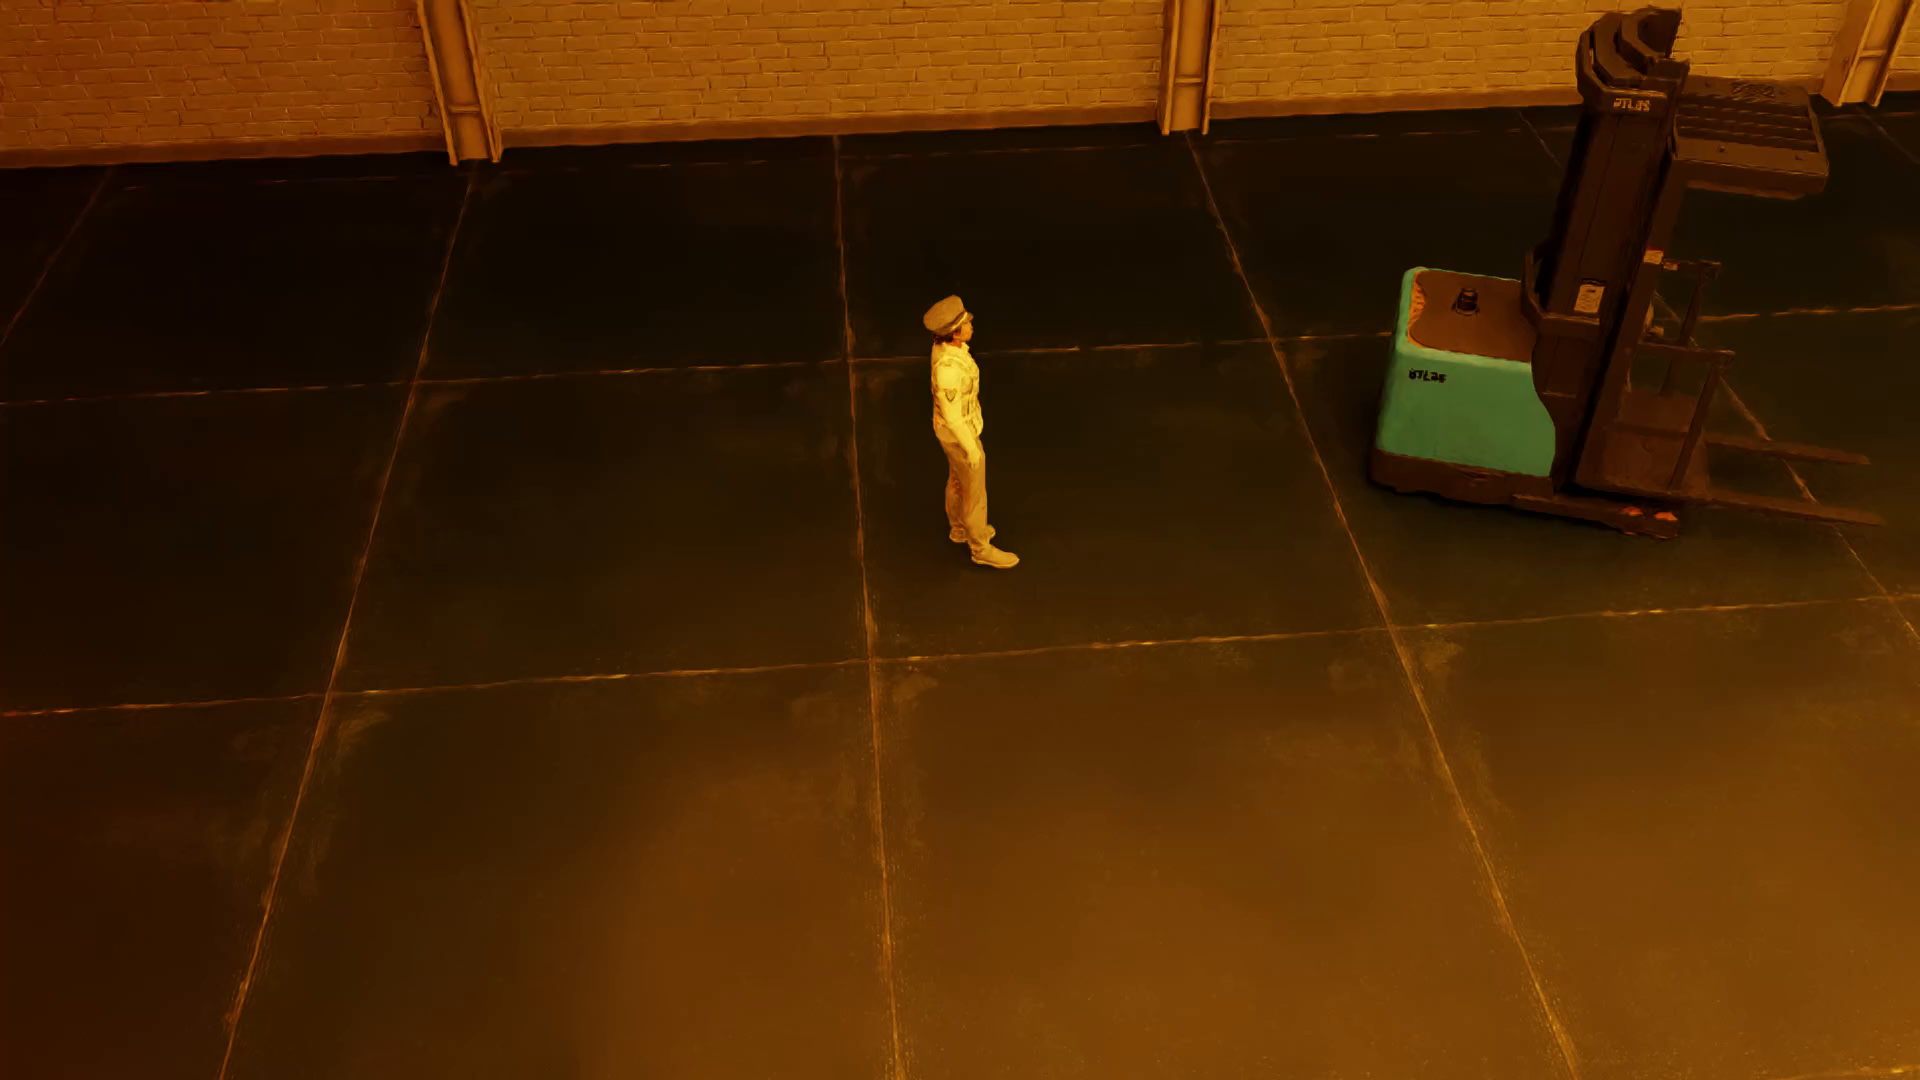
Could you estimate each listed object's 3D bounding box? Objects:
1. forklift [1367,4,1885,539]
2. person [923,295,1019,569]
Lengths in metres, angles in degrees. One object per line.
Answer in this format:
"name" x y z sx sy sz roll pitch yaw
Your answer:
"forklift" 4.164 -1.503 9.695 3.031 2.935 1.130 10 42 11
"person" 0.068 -0.649 9.636 0.533 1.695 0.586 -3 41 -4
